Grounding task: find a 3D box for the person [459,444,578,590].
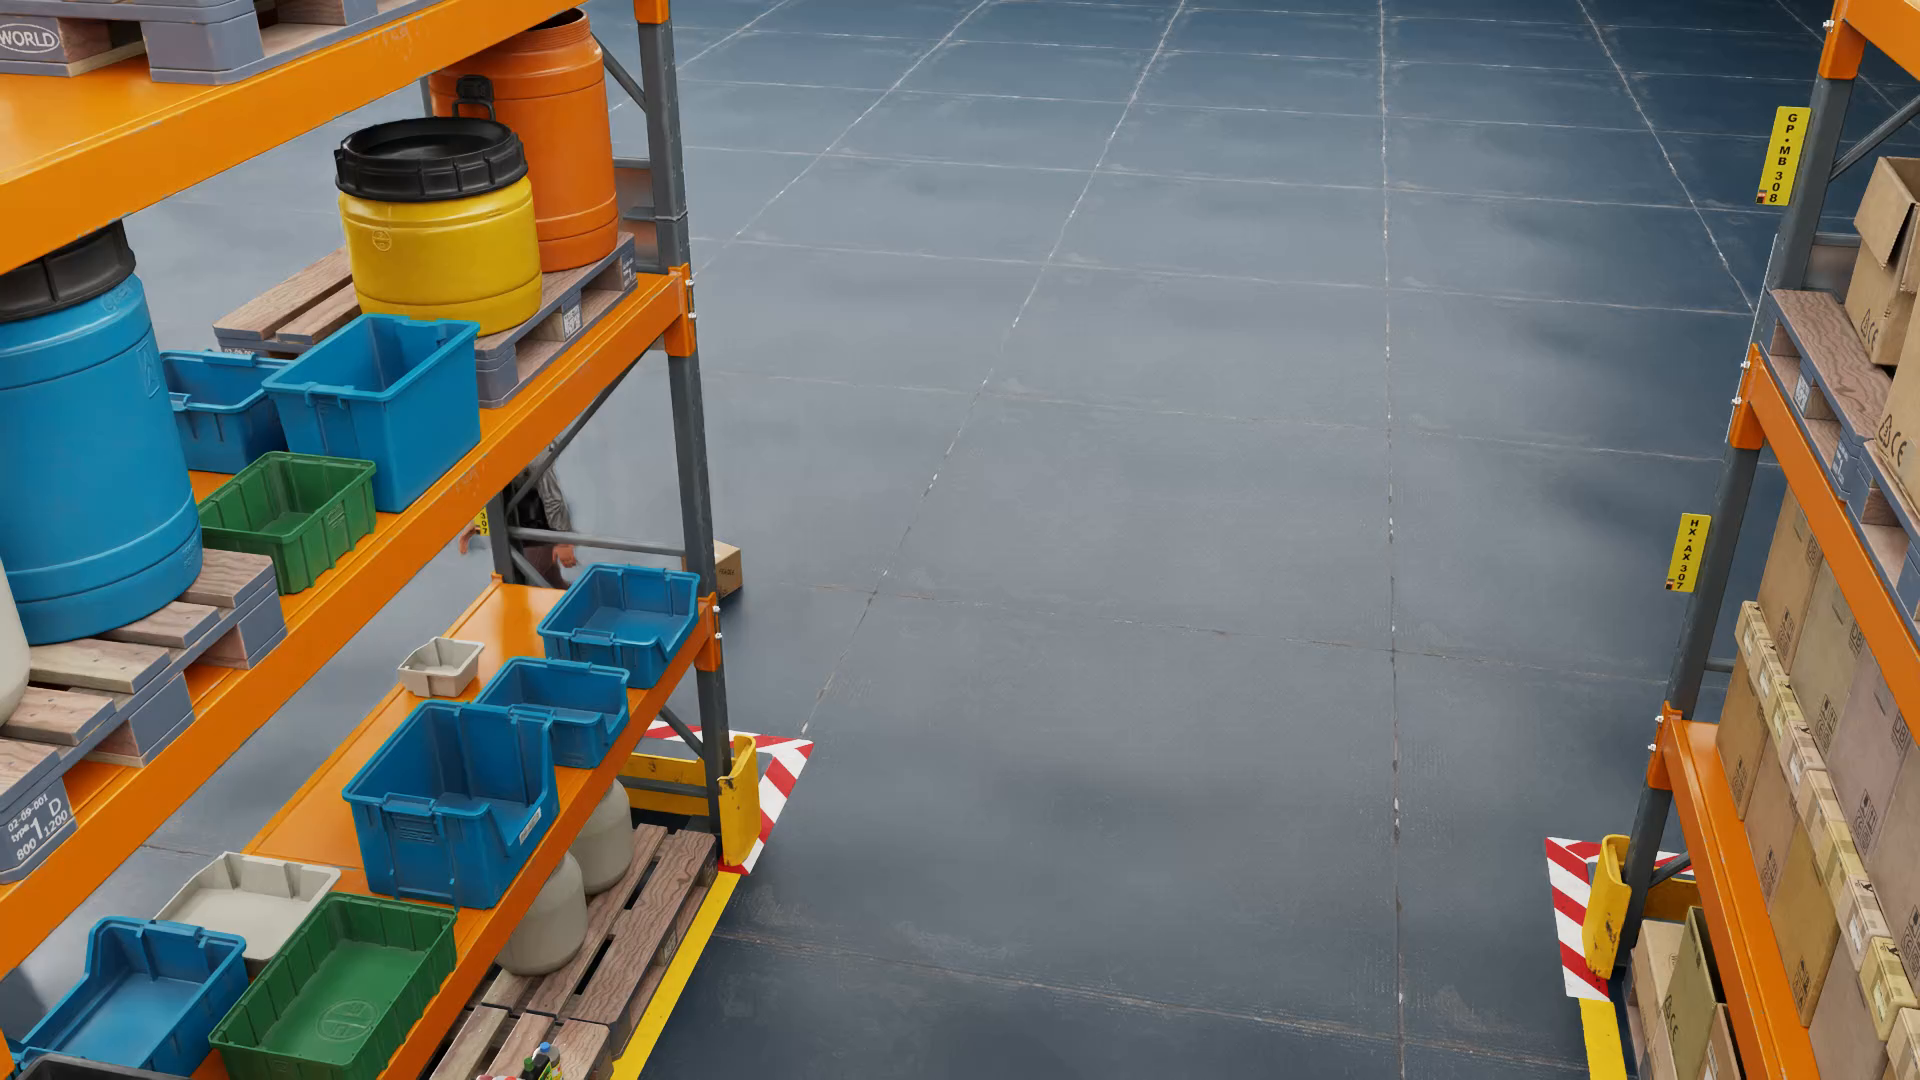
[{"bbox_3d":[-2.331,0.003,8.627,0.887,1.712,0.546,-18,33,-30],"label":"person"}]
